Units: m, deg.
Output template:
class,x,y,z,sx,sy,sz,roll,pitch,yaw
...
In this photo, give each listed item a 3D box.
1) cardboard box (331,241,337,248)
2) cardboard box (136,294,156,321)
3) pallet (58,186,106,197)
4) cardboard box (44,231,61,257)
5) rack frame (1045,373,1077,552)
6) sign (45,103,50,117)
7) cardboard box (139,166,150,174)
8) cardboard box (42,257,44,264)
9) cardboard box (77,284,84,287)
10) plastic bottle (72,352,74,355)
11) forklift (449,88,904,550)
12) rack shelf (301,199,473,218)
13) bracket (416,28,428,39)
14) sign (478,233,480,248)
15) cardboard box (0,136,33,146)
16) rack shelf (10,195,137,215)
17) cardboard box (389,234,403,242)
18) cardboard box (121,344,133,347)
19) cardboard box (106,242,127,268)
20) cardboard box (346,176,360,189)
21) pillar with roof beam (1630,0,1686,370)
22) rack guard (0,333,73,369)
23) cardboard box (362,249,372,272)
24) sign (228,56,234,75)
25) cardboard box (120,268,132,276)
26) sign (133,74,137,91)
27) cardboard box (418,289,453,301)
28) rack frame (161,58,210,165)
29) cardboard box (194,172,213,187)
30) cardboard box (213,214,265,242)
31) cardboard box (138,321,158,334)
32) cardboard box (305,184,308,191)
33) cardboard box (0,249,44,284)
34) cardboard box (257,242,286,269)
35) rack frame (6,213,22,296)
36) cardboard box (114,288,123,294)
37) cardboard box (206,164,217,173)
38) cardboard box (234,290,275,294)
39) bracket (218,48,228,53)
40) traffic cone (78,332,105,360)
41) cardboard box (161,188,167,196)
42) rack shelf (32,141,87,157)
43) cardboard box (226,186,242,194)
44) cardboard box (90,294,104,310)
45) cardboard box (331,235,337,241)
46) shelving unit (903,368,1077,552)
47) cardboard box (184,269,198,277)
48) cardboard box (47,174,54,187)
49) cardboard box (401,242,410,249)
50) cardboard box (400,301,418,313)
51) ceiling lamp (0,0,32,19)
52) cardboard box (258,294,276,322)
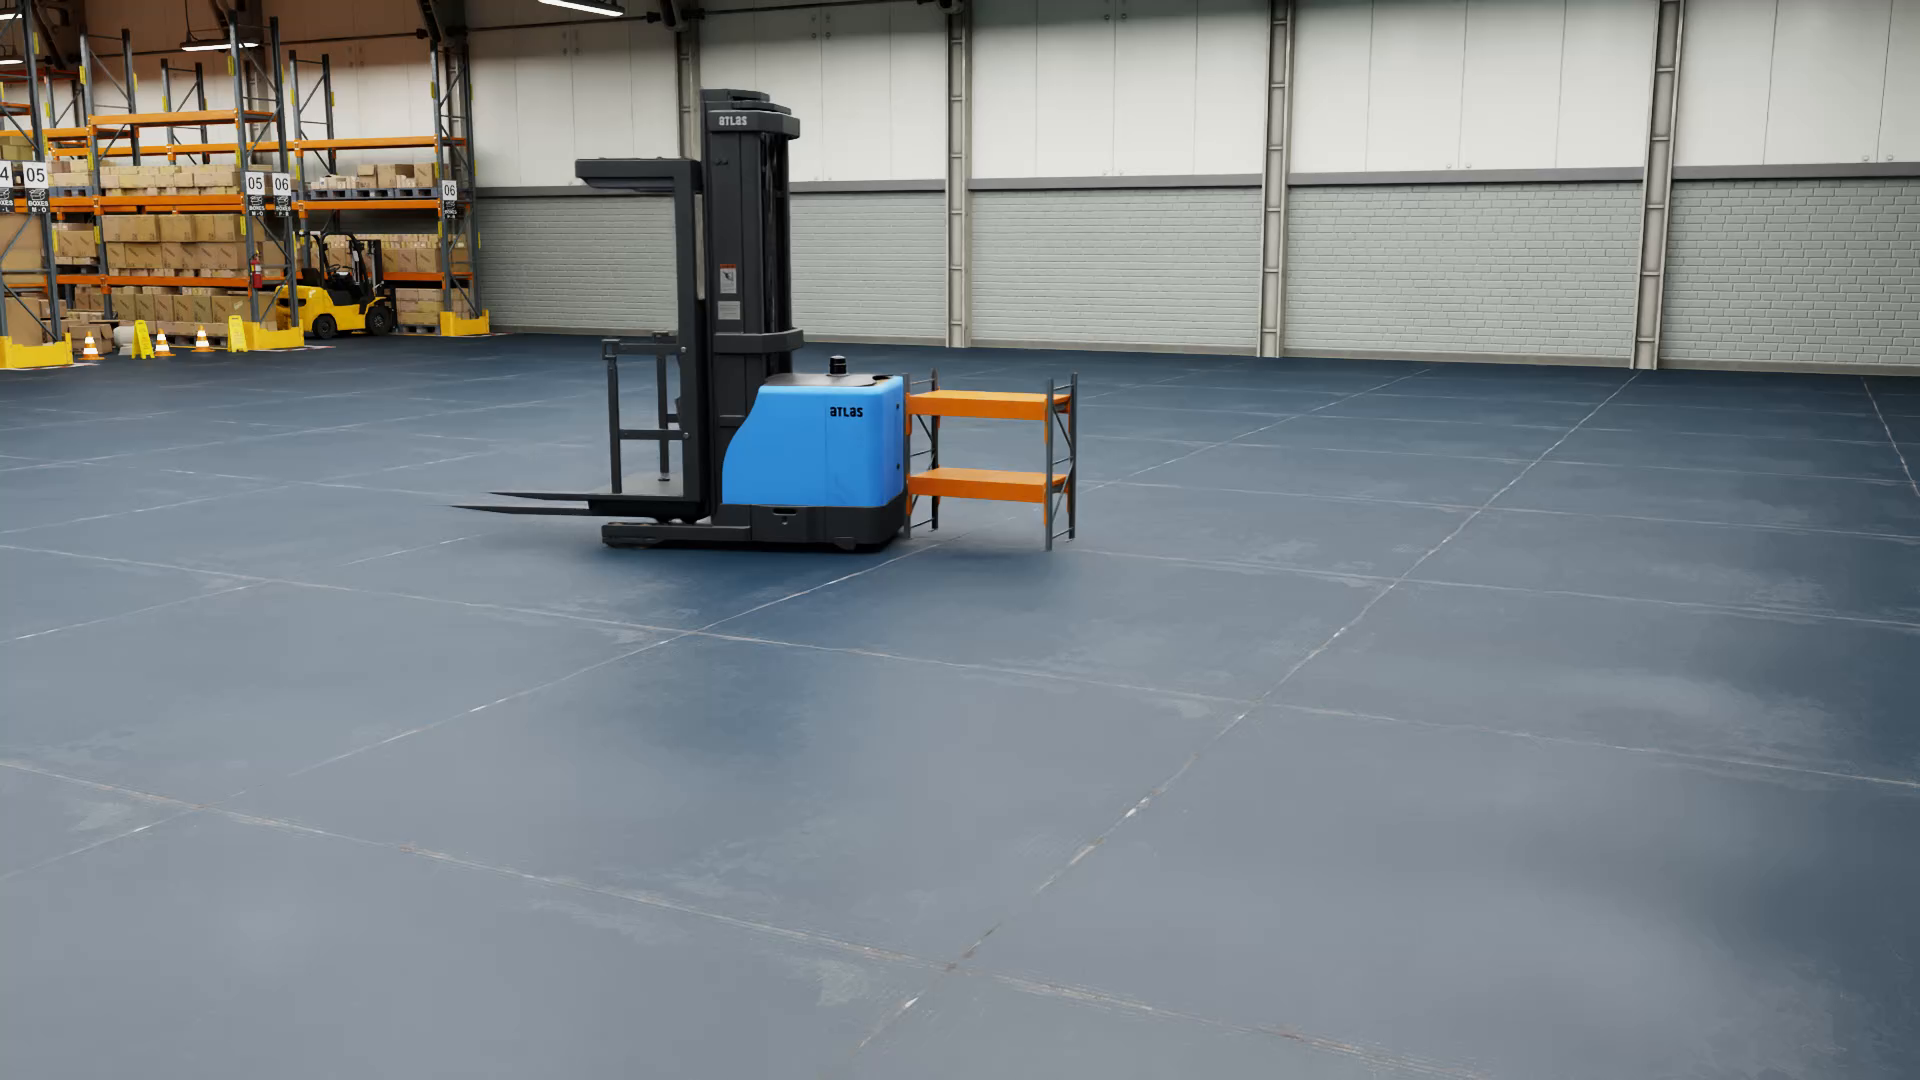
class,x,y,z,sx,sy,sz,roll,pitch,yaw
cardboard box,-13.498,-6.441,36.292,0.250,0.149,0.380,5,11,26
cardboard box,-15.445,-4.475,31.971,0.500,0.500,0.500,6,12,28
pallet,-16.846,-6.832,32.660,1.003,0.211,1.213,5,11,26
cardboard box,-17.761,-5.865,32.919,0.500,0.500,0.500,5,12,28
rack frame,0.667,-0.518,10.933,0.032,1.125,0.500,4,11,23
sign,-21.578,-10.171,39.318,0.005,0.325,0.100,5,11,26
cardboard box,-15.254,-6.976,31.395,0.250,0.149,0.380,5,11,24
cardboard box,-18.290,-5.590,33.223,0.250,0.149,0.380,5,12,28
cardboard box,-21.090,-6.187,40.176,0.250,0.149,0.380,5,11,25
plastic bottle,-15.673,-3.265,29.097,0.283,0.061,0.133,1,10,6
forklift,-1.915,-1.475,11.148,3.031,2.935,1.130,1,10,8
rack shelf,-12.353,-7.140,35.856,4.000,0.370,1.077,5,11,26
bracket,-11.315,-10.758,35.299,0.430,0.232,0.235,5,11,26
sign,-10.309,-6.414,35.591,0.005,0.325,0.100,5,11,26
cardboard box,-15.011,-6.347,26.458,0.250,0.149,0.380,5,11,26
rack shelf,-18.133,-6.662,33.216,4.000,0.370,1.077,5,11,26
cardboard box,-11.929,-6.435,35.425,0.250,0.149,0.380,5,12,27
cardboard box,-14.821,-3.445,29.848,0.380,0.149,0.250,-7,12,-33
cardboard box,-16.068,-5.499,32.075,0.500,0.500,0.500,5,11,26
cardboard box,-12.950,-7.676,35.714,0.258,0.266,0.396,5,11,24
pillar with roof beam,8.833,-6.432,21.504,0.400,9.000,9.100,5,11,26
rack guard,-14.831,-3.037,26.606,0.348,0.500,1.175,5,11,26
cardboard box,-12.494,-6.027,35.828,0.500,0.500,0.500,5,11,26
sign,-13.016,-8.470,29.694,0.005,0.325,0.100,5,11,26
cardboard box,-15.950,-5.171,32.086,0.250,0.149,0.380,5,12,27
sign,-16.083,-8.918,32.394,0.005,0.325,0.100,5,11,26
cardboard box,-11.111,-5.193,35.232,0.500,0.250,0.500,5,12,28
rack frame,-17.734,-9.443,38.137,0.127,3.000,1.000,5,11,26
cardboard box,-13.775,-6.655,30.743,0.500,0.250,0.500,5,11,25
cardboard box,-13.307,-5.760,30.712,0.500,0.500,0.700,5,11,24
cardboard box,-15.446,-4.106,32.038,0.500,0.250,0.500,6,12,29
cardboard box,-14.821,-7.882,37.182,0.250,0.149,0.380,5,11,26
cardboard box,-15.205,-4.365,26.502,0.550,0.550,0.875,5,11,26
cardboard box,-13.055,-5.345,31.222,0.500,0.500,0.500,5,11,25
rack frame,-19.927,-5.698,34.290,0.127,3.000,1.000,5,11,26
cardboard box,-19.918,-5.938,39.636,0.250,0.149,0.380,5,12,28
cardboard box,-13.638,-6.835,30.618,0.250,0.149,0.380,5,11,25
cardboard box,-15.987,-5.374,37.991,0.625,0.625,0.875,5,11,23
bracket,-16.695,-11.231,37.912,0.430,0.232,0.235,5,11,26
traffic cone,-14.700,-3.289,28.105,0.334,0.463,0.336,5,11,26
cardboard box,-14.784,-6.549,31.278,0.250,0.149,0.380,5,11,26
rack shelf,-23.115,-9.560,40.814,4.000,0.370,1.077,5,11,26
cardboard box,-13.196,-6.403,30.470,0.250,0.149,0.380,5,11,26
cardboard box,-20.505,-5.668,39.966,0.500,0.500,0.500,5,11,25
cardboard box,-13.485,-6.593,36.299,0.250,0.149,0.380,5,11,25
shelving unit,0.201,-0.554,11.131,1.048,1.125,0.538,4,11,23
cardboard box,-14.361,-5.029,31.298,0.250,0.149,0.380,5,11,25
cardboard box,-17.836,-7.095,32.831,0.500,0.250,0.500,5,11,27
cardboard box,-11.660,-6.278,35.395,0.250,0.149,0.380,5,11,25
cardboard box,-11.579,-4.990,35.515,0.500,0.250,0.500,5,11,25
ceiling lamp,-17.186,-10.847,29.508,2.000,3.185,0.800,5,11,26
cardboard box,-13.375,-4.399,31.552,0.500,0.500,0.500,5,11,24
